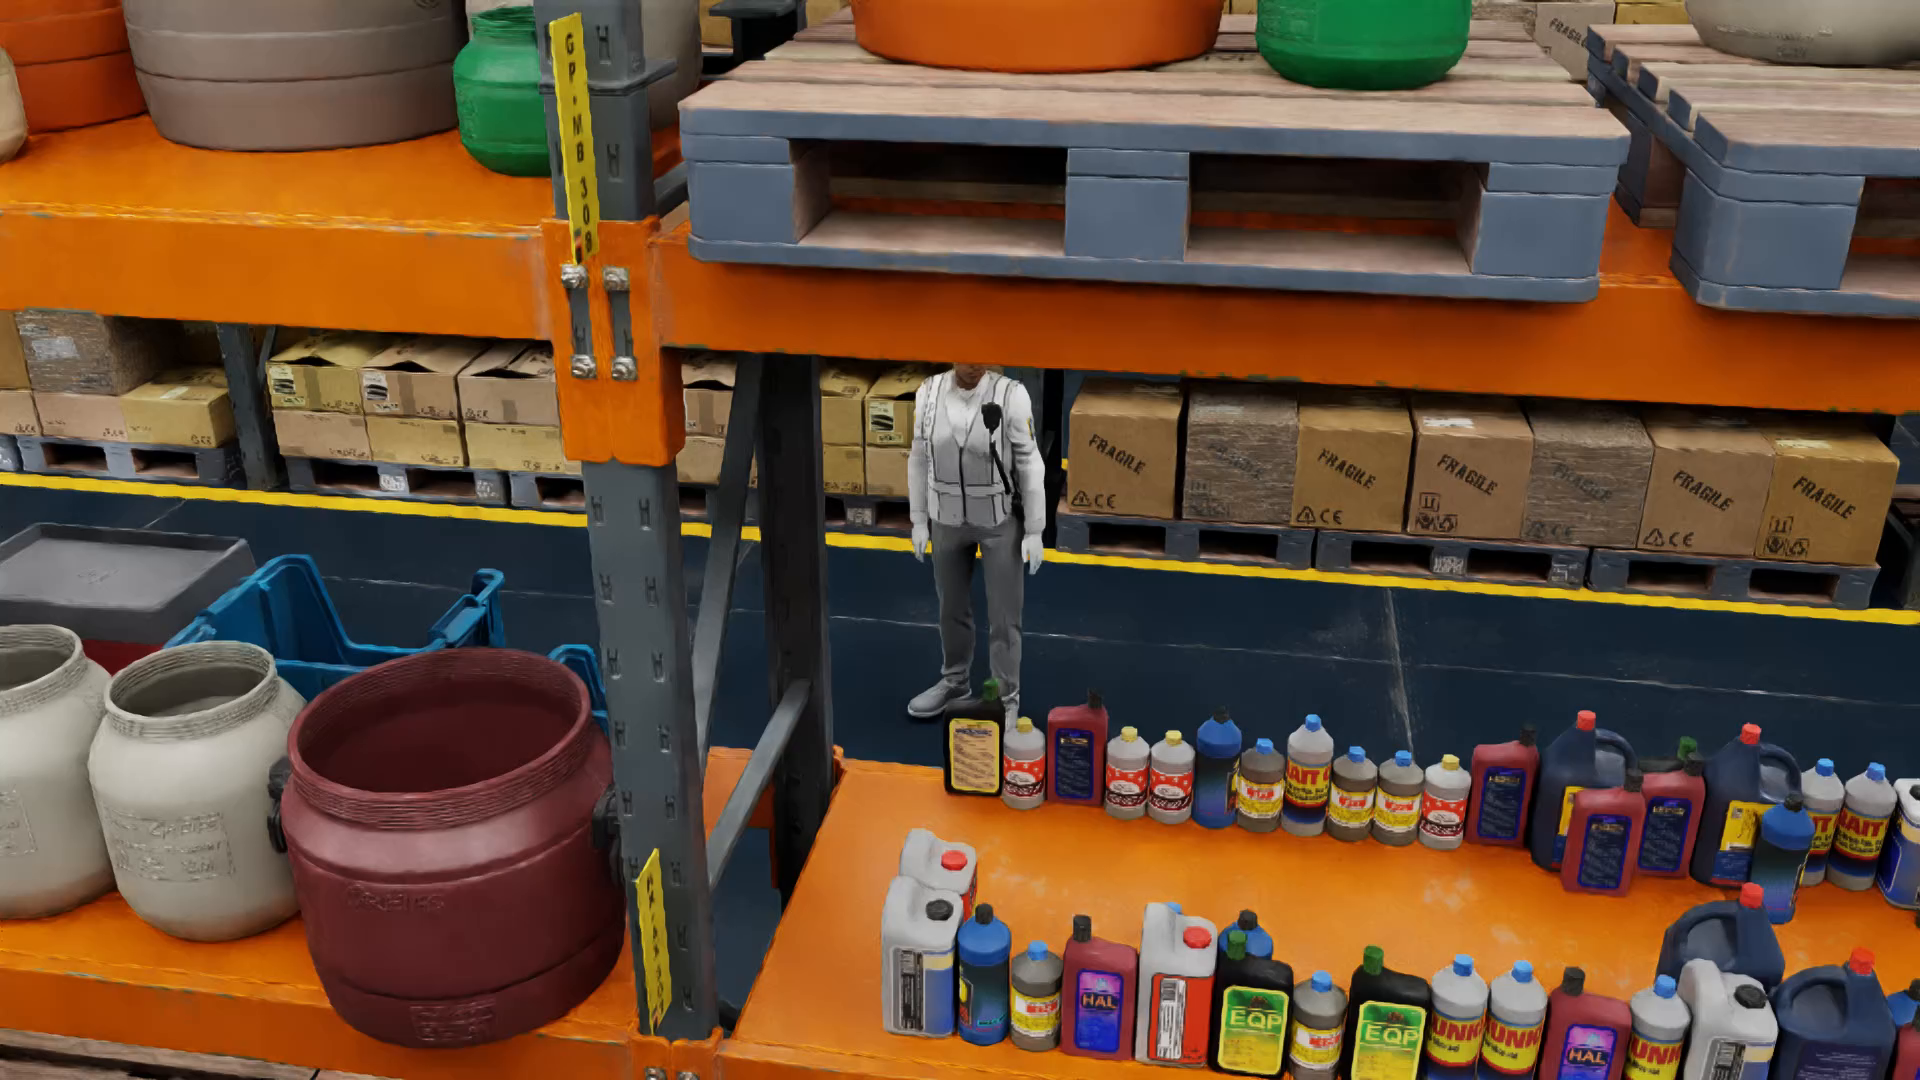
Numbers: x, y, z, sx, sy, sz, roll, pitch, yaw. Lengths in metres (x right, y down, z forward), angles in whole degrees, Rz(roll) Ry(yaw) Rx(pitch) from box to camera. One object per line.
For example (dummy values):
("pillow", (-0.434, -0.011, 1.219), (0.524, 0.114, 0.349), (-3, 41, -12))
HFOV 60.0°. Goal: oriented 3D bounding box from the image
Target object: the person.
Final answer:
("person", (0.052, -0.049, 6.136), (0.543, 1.680, 0.402), (8, 26, 17))
